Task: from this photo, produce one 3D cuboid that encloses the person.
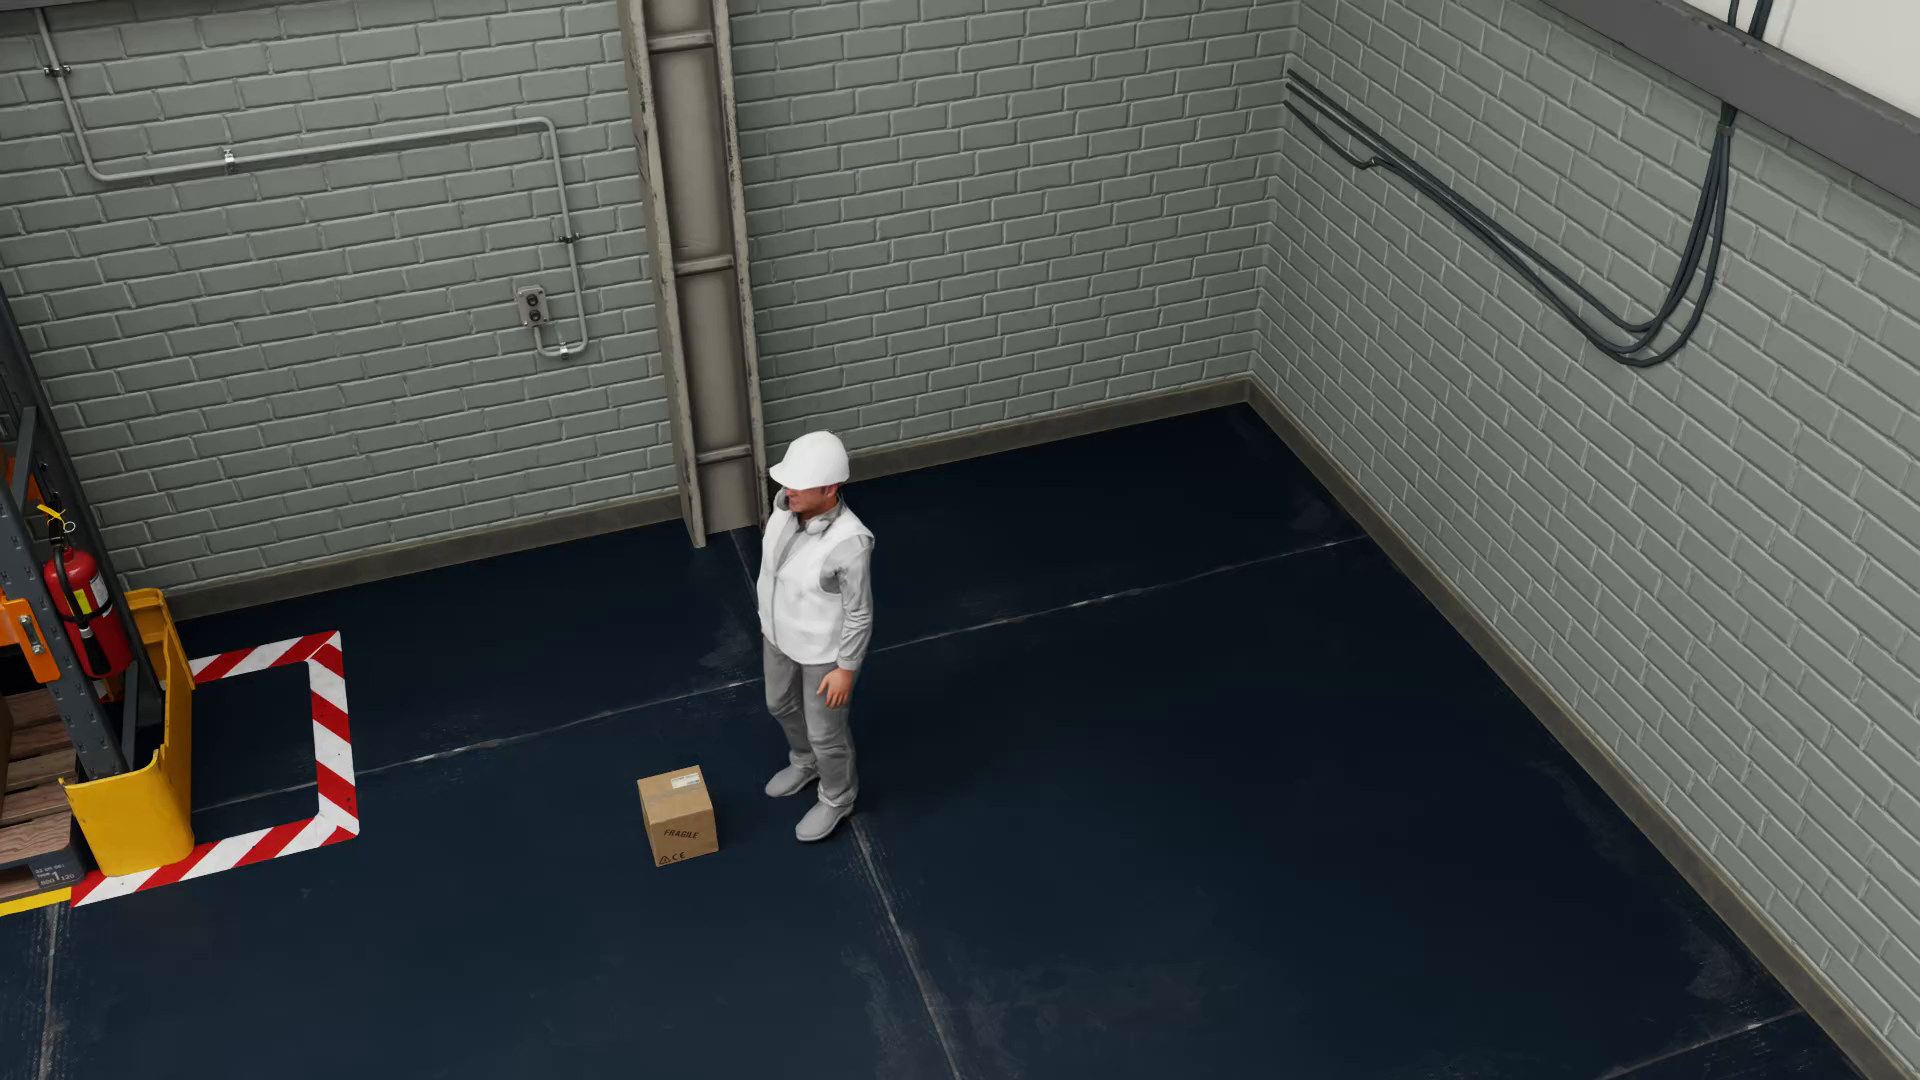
[{"bbox_3d":[-0.560,0.381,6.256,0.415,1.811,0.575,-28,46,-32],"label":"person"}]
